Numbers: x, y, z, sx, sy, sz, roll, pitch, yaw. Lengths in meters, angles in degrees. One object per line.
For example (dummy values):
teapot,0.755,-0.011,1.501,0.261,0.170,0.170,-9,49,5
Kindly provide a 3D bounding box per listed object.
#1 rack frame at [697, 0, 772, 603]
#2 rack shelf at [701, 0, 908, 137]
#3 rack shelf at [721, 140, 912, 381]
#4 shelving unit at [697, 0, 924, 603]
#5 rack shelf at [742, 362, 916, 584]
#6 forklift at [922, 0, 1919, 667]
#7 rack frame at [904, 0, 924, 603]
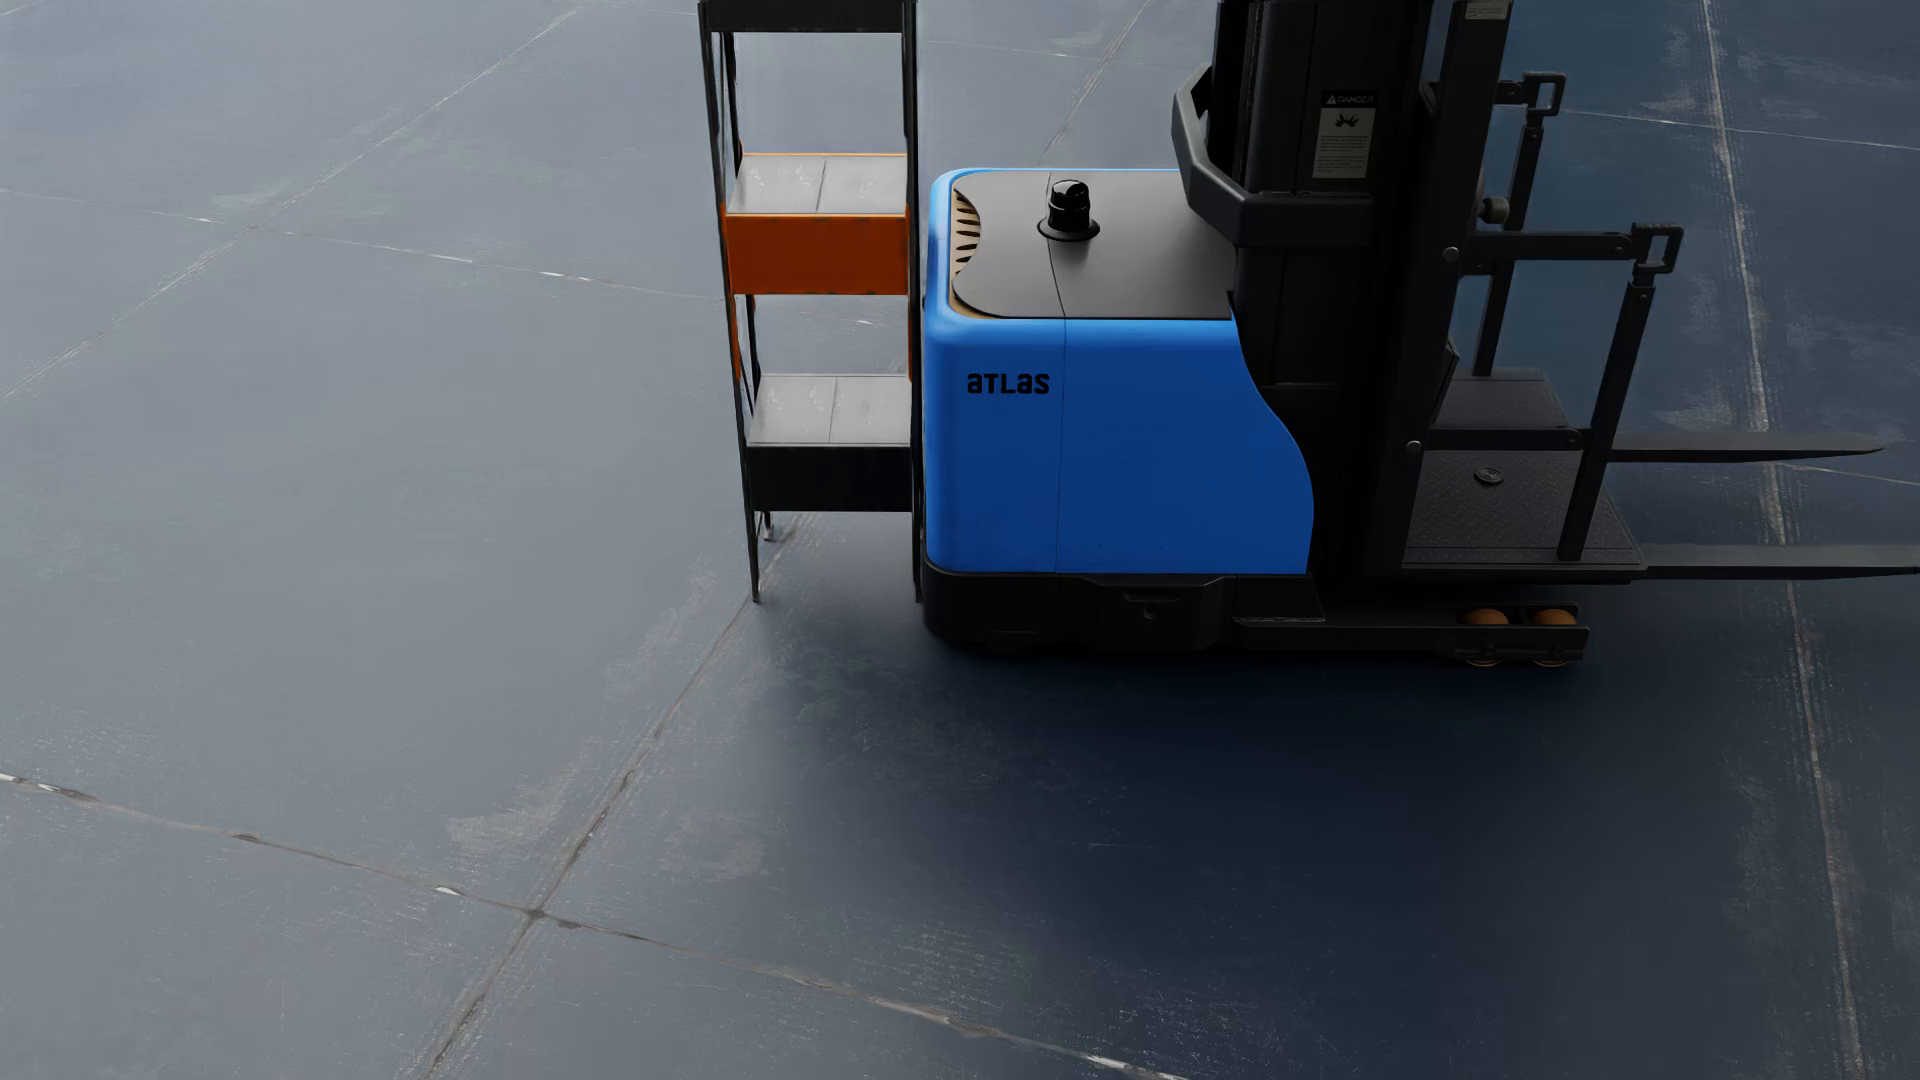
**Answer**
rack frame,-0.612,-0.776,4.533,0.015,2.100,0.400,0,36,0
rack shelf,-0.368,-1.328,4.125,0.480,0.518,0.431,0,36,0
rack shelf,-0.368,-0.764,4.540,0.480,0.518,0.431,0,36,0
shelving unit,-0.368,-0.775,4.532,0.503,2.100,0.431,0,36,0
rack shelf,-0.368,-0.200,4.955,0.480,0.518,0.431,0,36,0
forklift,1.413,-1.136,4.320,3.031,2.935,1.130,0,36,0
rack frame,-0.124,-0.774,4.530,0.015,2.100,0.400,0,36,0
